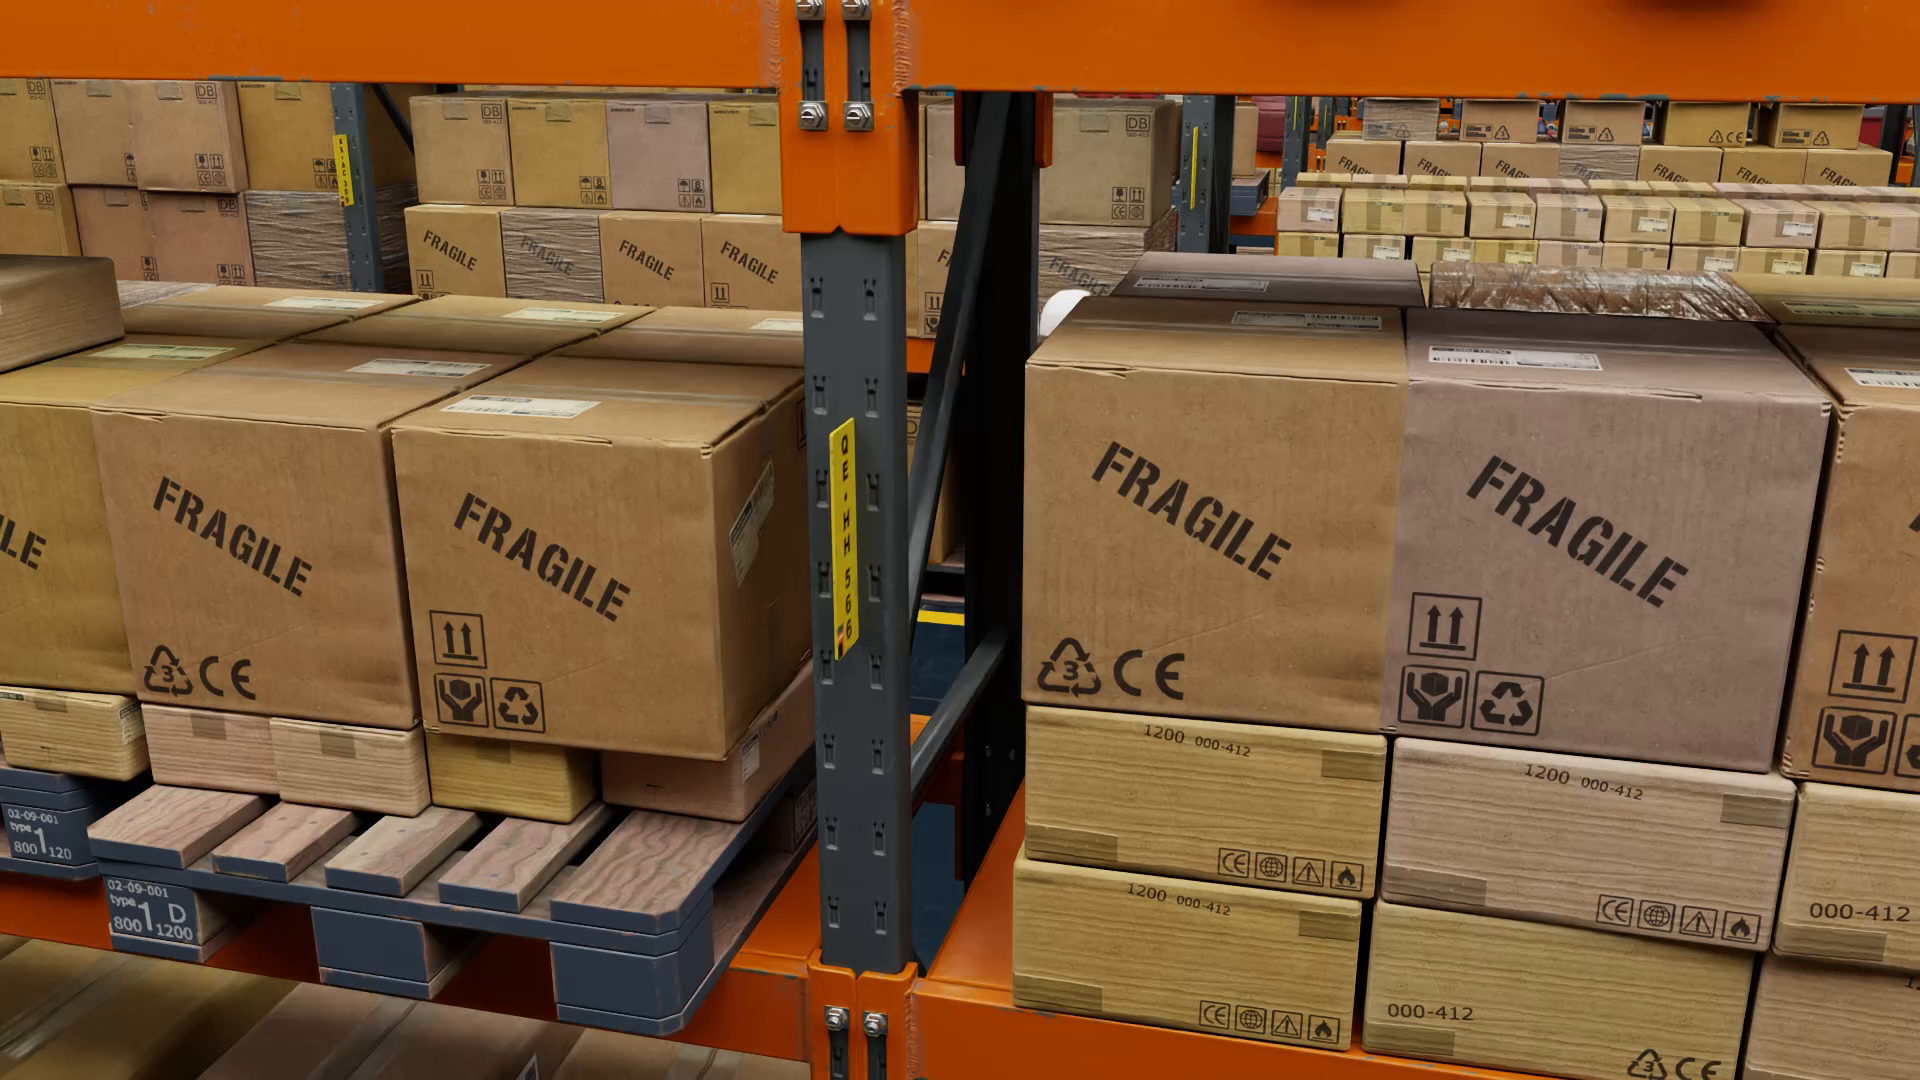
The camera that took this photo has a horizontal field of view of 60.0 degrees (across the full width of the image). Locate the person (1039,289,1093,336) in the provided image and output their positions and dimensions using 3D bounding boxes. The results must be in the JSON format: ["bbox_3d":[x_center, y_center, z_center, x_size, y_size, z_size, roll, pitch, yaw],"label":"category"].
[{"bbox_3d":[0.306,-0.039,6.144,0.552,1.774,0.563,9,20,25],"label":"person"}]
